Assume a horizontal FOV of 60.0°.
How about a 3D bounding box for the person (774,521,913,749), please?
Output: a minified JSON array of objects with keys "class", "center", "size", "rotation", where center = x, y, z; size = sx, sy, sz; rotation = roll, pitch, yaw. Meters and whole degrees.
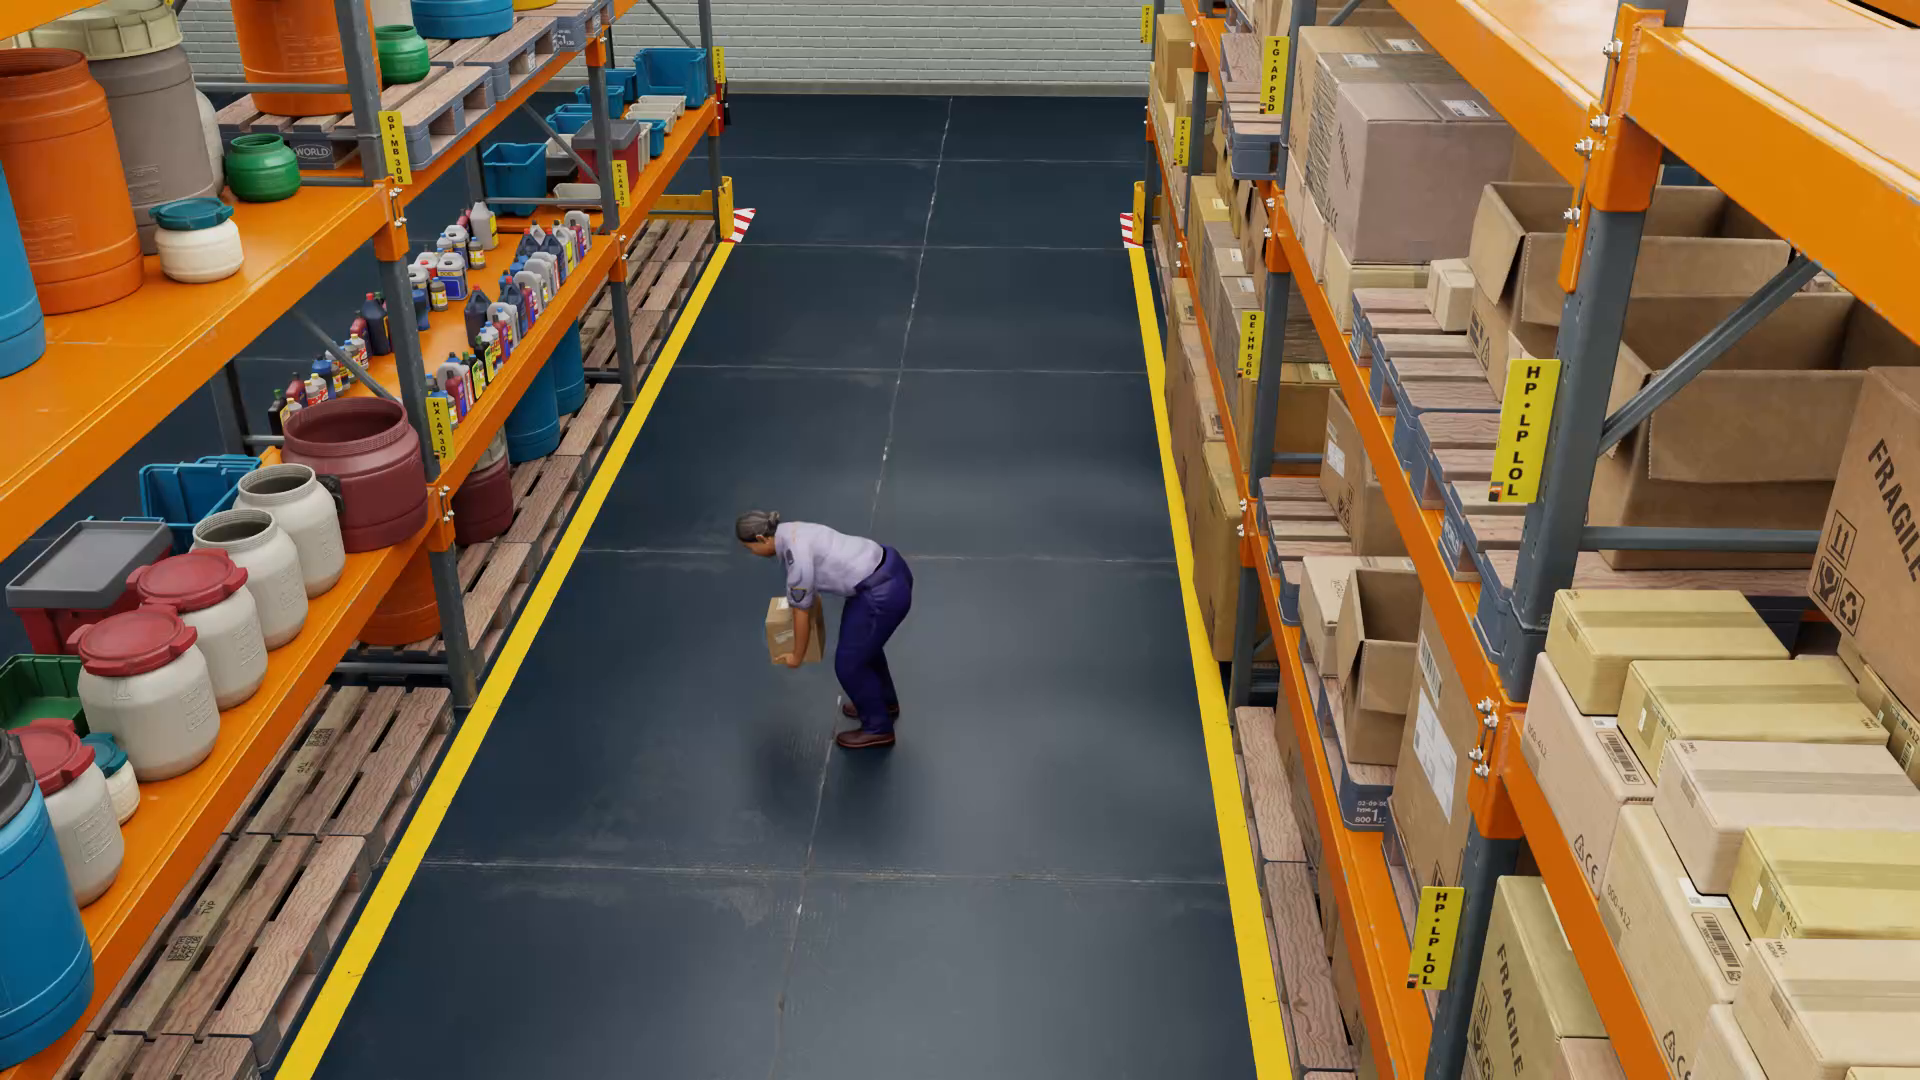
[{"class":"person","center":[-0.563,0.446,8.310],"size":[0.660,1.179,0.459],"rotation":[0,28,1]}]
